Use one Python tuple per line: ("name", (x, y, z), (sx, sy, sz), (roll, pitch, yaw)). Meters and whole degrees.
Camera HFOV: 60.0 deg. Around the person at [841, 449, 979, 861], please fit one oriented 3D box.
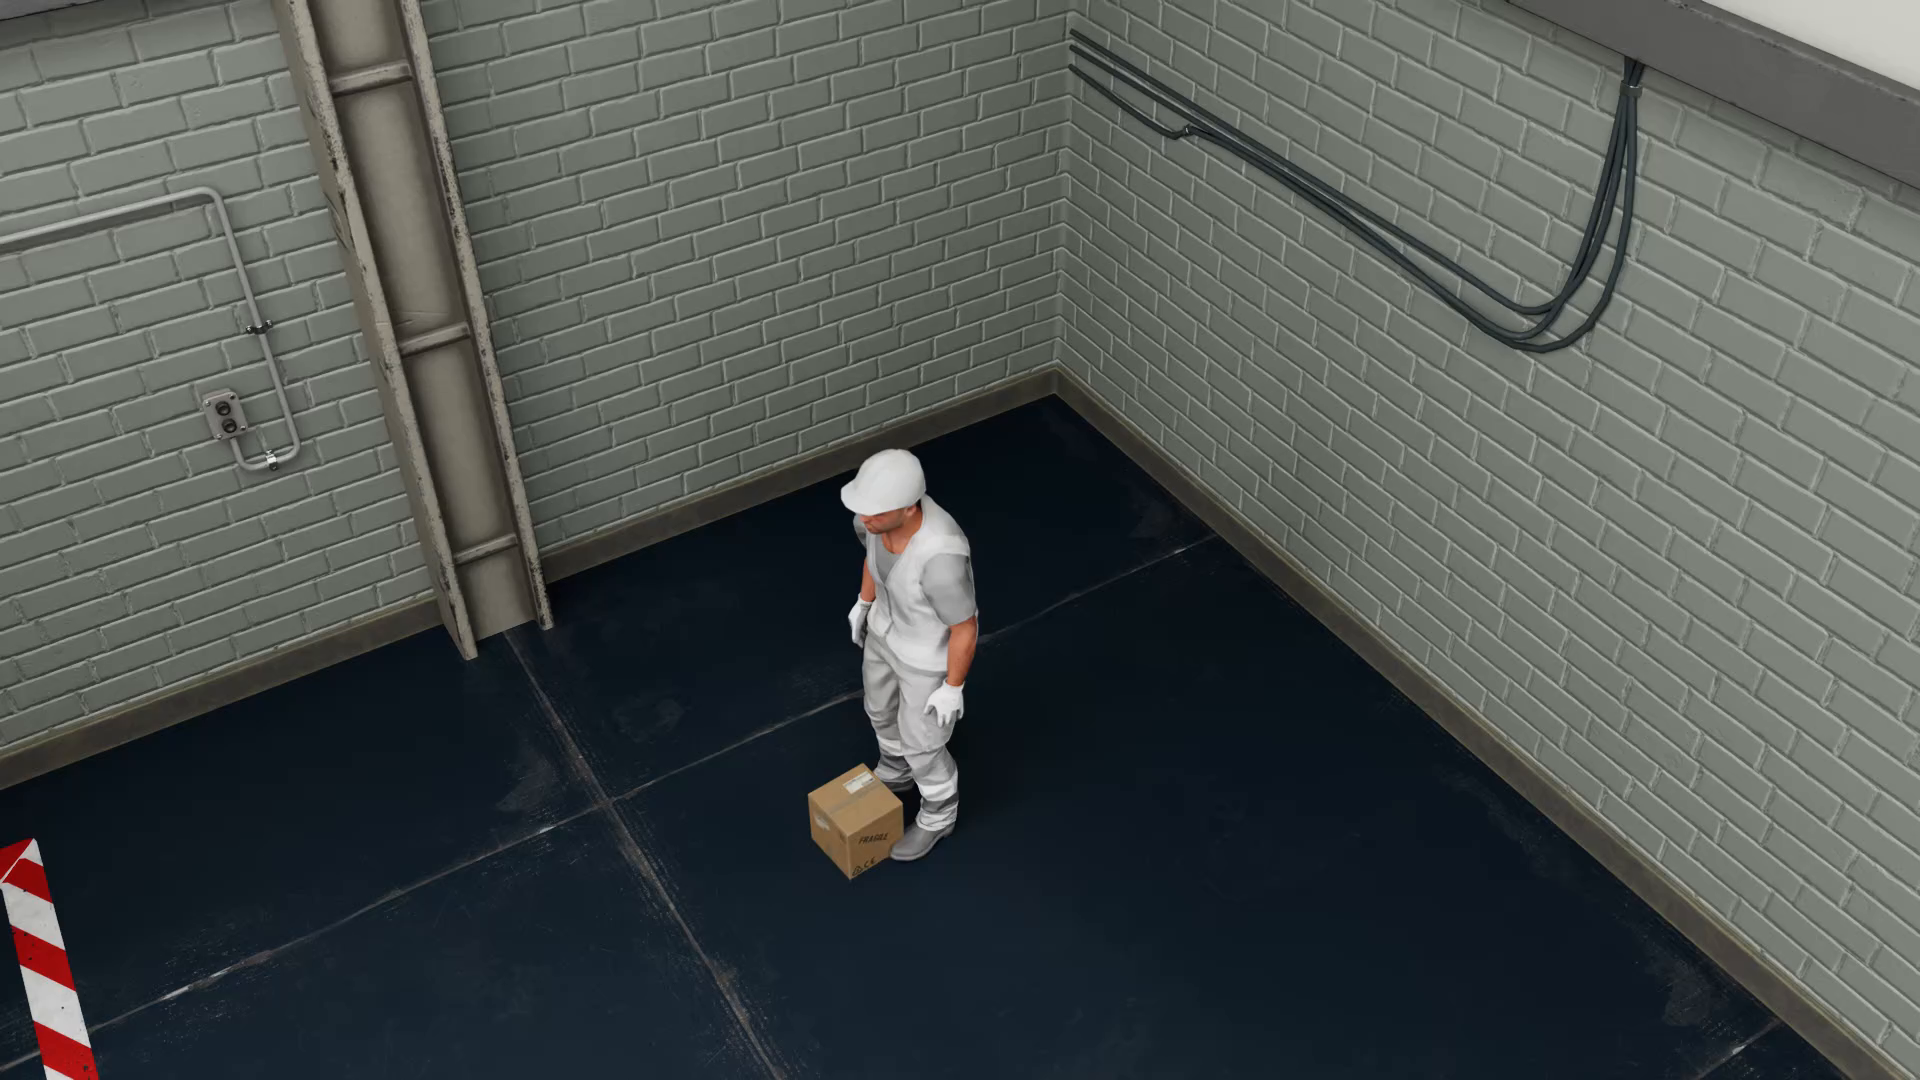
("person", (-0.184, 0.379, 5.702), (0.453, 1.777, 0.608), (-25, 46, -26))
